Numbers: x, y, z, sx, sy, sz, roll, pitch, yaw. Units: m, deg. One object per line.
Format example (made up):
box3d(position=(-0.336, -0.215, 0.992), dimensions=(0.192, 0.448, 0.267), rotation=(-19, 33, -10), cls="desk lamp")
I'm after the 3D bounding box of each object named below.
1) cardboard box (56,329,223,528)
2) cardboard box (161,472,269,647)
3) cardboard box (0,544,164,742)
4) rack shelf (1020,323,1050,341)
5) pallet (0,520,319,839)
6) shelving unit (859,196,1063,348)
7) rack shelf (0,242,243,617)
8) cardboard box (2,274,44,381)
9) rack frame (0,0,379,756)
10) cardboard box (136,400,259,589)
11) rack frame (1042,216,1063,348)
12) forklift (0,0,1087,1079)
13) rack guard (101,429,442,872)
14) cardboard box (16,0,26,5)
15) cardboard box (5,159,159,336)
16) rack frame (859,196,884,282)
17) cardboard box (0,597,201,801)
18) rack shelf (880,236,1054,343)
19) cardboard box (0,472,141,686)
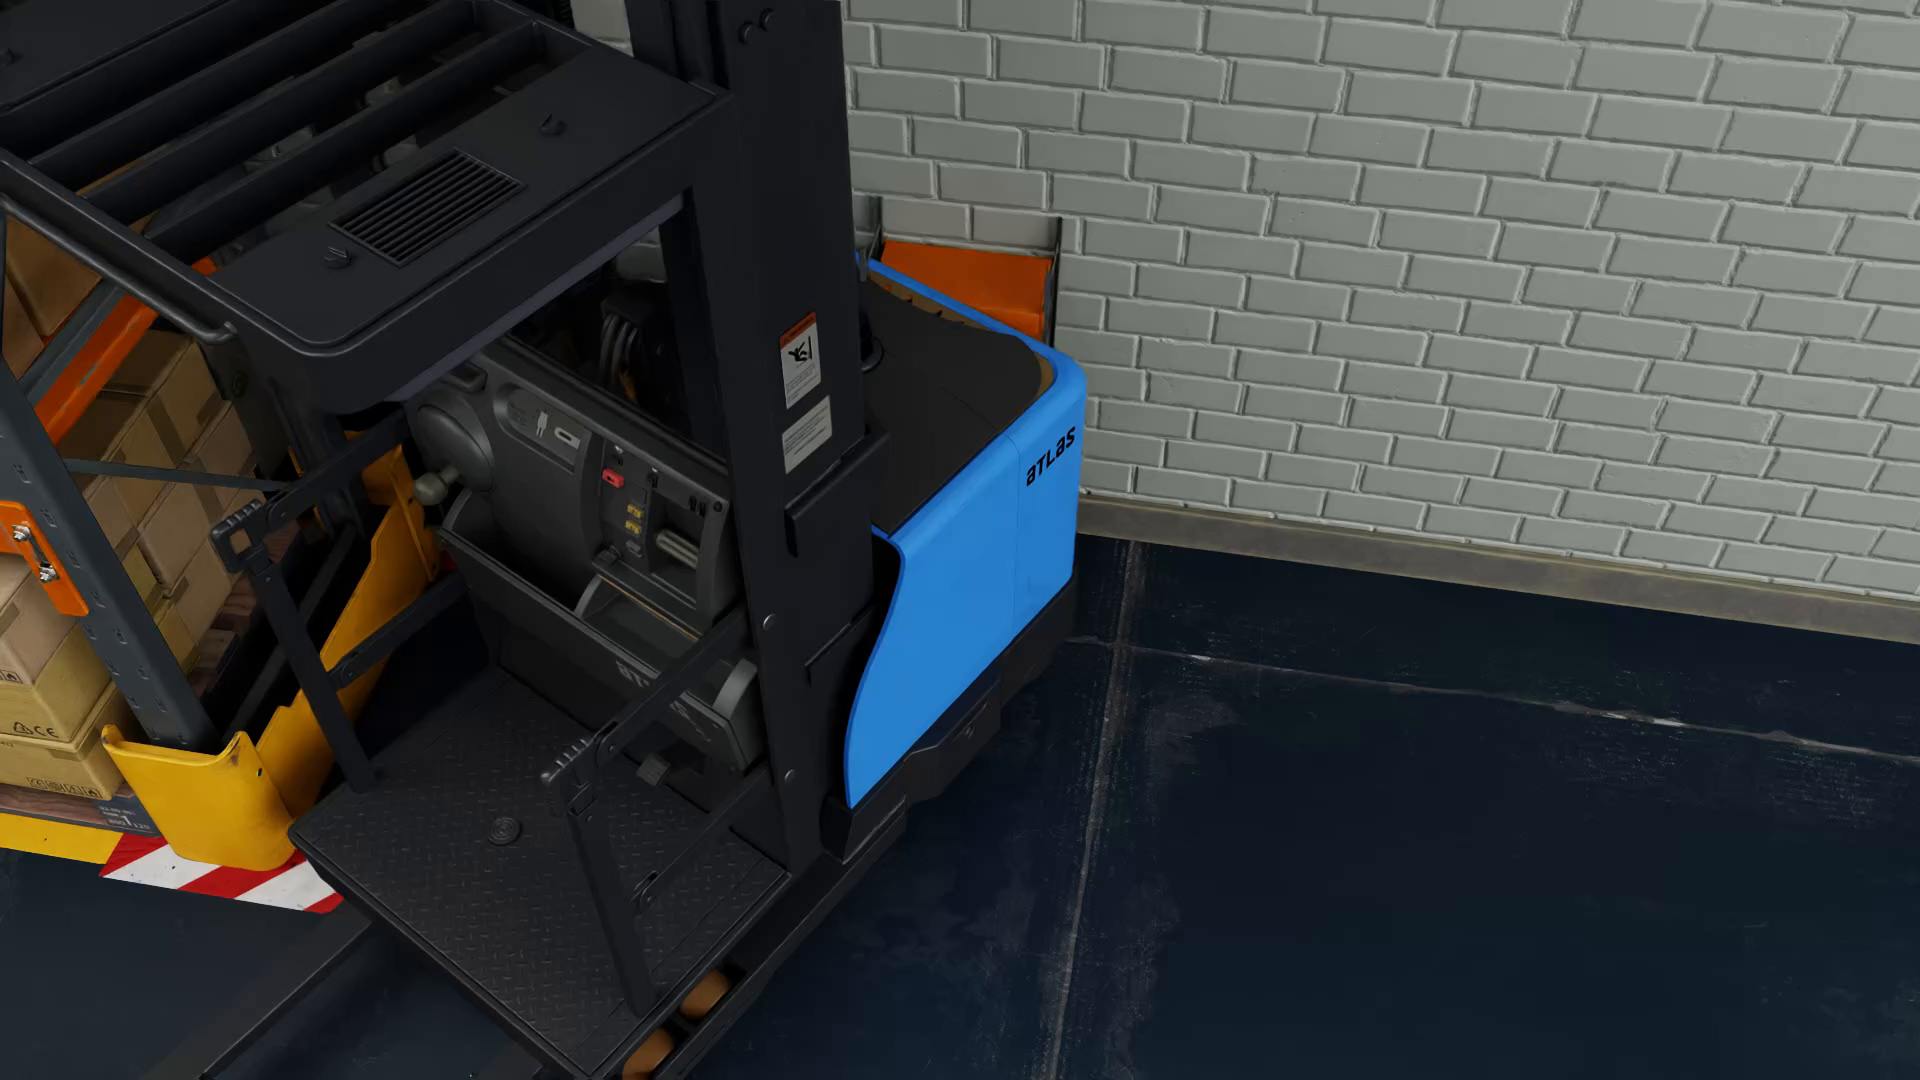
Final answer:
box3d(position=(-2.341, -0.319, 4.414), dimensions=(0.500, 0.250, 0.500), rotation=(7, 48, 6), cls="cardboard box")
box3d(position=(-2.350, 0.010, 4.791), dimensions=(0.500, 0.250, 0.500), rotation=(8, 49, 7), cls="cardboard box")
box3d(position=(-2.436, 0.215, 4.270), dimensions=(0.500, 0.250, 0.500), rotation=(7, 48, 6), cls="cardboard box")
box3d(position=(0.001, -0.501, 4.678), dimensions=(0.480, 0.148, 0.258), rotation=(8, 47, 6), cls="rack shelf")
box3d(position=(-2.661, 0.300, 4.838), dimensions=(1.213, 0.211, 1.003), rotation=(8, 49, 7), cls="pallet")
box3d(position=(-0.001, -0.395, 4.793), dimensions=(0.503, 1.200, 0.258), rotation=(8, 47, 6), cls="shelving unit")
box3d(position=(-3.870, -0.585, 4.243), dimensions=(4.000, 0.370, 1.077), rotation=(8, 49, 7), cls="rack shelf")
box3d(position=(-2.432, -0.467, 3.586), dimensions=(0.500, 0.500, 0.500), rotation=(7, 48, 6), cls="cardboard box")
box3d(position=(-1.901, -0.561, 3.738), dimensions=(0.127, 3.000, 1.000), rotation=(8, 49, 7), cls="rack frame")
box3d(position=(-2.327, -0.164, 4.611), dimensions=(0.500, 0.250, 0.500), rotation=(8, 49, 8), cls="cardboard box")
box3d(position=(0.240, -0.363, 4.767), dimensions=(0.015, 1.200, 0.240), rotation=(8, 47, 6), cls="rack frame")
box3d(position=(-0.957, -0.052, 3.327), dimensions=(1.130, 2.935, 3.031), rotation=(30, 55, 24), cls="forklift")
box3d(position=(-1.878, 0.278, 4.664), dimensions=(0.348, 0.500, 1.175), rotation=(8, 49, 7), cls="rack guard")
box3d(position=(-2.194, -1.111, 3.529), dimensions=(0.250, 0.149, 0.380), rotation=(7, 48, 6), cls="cardboard box")
box3d(position=(-2.340, -0.863, 3.942), dimensions=(0.500, 0.500, 0.500), rotation=(9, 49, 8), cls="cardboard box")
box3d(position=(-0.242, -0.427, 4.819), dimensions=(0.015, 1.200, 0.240), rotation=(8, 47, 6), cls="rack frame")
box3d(position=(-2.420, 0.387, 4.452), dimensions=(0.500, 0.250, 0.500), rotation=(8, 49, 7), cls="cardboard box")
box3d(position=(0.003, -0.663, 4.505), dimensions=(0.480, 0.148, 0.258), rotation=(8, 47, 6), cls="rack shelf")
box3d(position=(-2.410, 0.051, 4.082), dimensions=(0.500, 0.250, 0.500), rotation=(9, 49, 8), cls="cardboard box")
